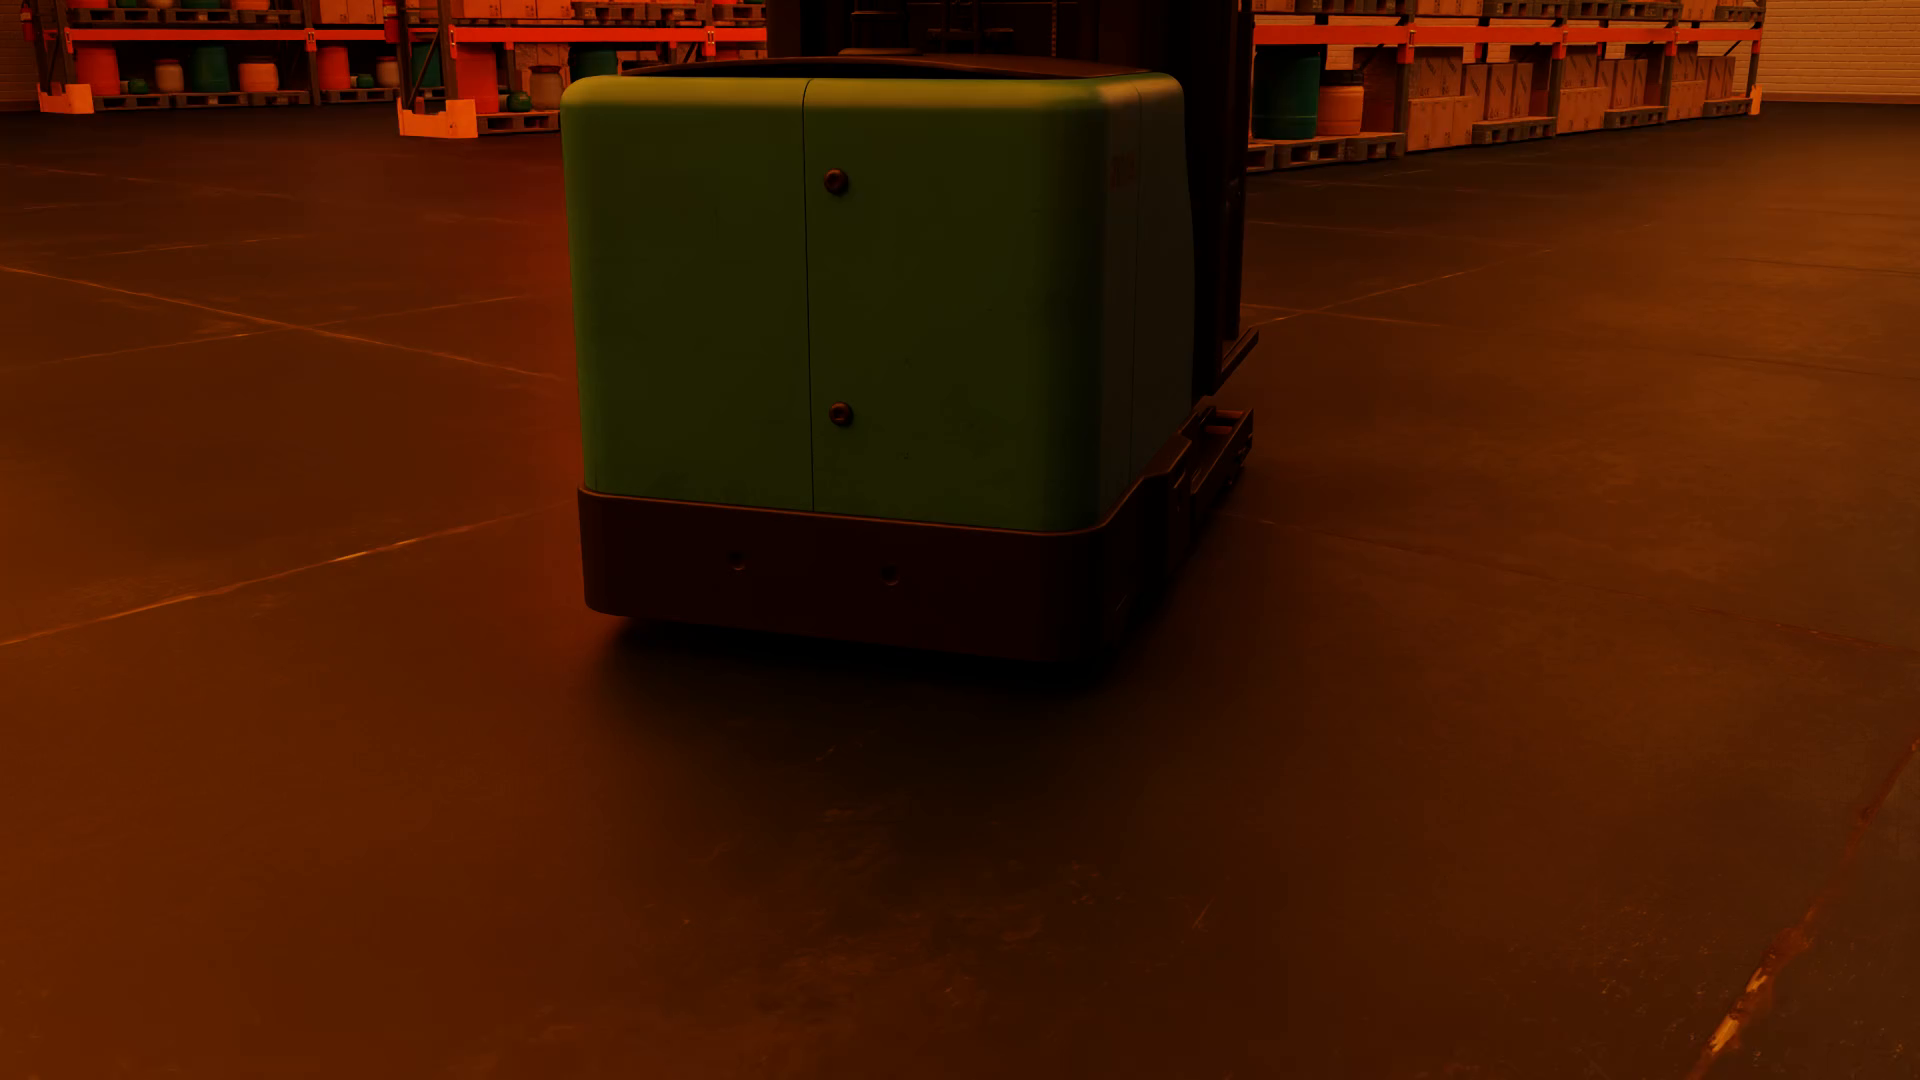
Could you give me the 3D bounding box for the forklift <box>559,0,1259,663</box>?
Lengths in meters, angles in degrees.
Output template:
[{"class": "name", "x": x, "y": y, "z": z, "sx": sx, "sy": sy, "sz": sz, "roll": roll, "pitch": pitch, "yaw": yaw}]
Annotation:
[{"class": "forklift", "x": 0.182, "y": -1.571, "z": 4.072, "sx": 1.130, "sy": 2.935, "sz": 3.031, "roll": 5, "pitch": 18, "yaw": 17}]
